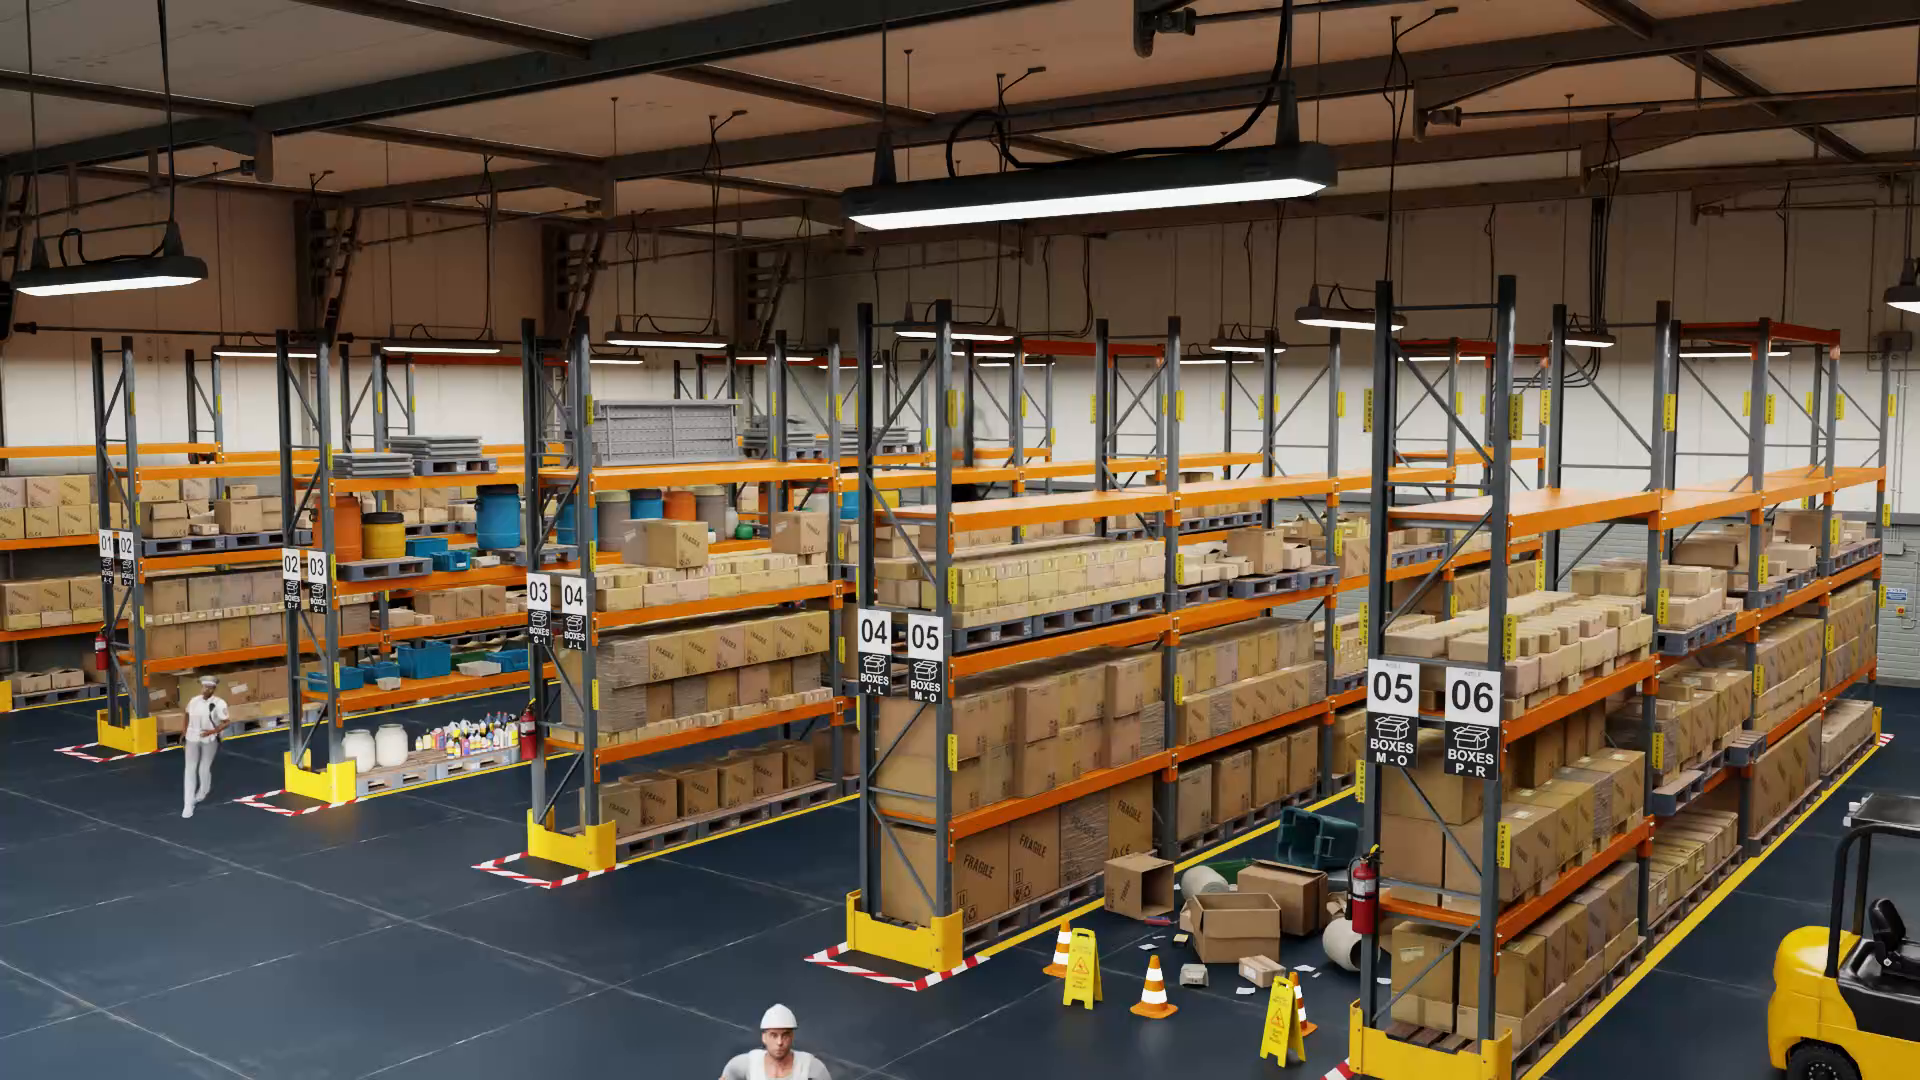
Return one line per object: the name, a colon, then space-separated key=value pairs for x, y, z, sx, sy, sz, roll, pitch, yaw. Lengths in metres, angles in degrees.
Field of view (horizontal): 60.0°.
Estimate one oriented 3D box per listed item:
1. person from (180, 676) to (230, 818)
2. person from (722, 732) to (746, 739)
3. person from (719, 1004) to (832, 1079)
person: x=-9.404 y=2.525 z=20.689 sx=0.609 sy=1.689 sz=0.861 roll=-1 pitch=5 yaw=-11
person: x=-3.252 y=1.988 z=23.688 sx=0.613 sy=1.655 sz=0.526 roll=3 pitch=6 yaw=29
person: x=-1.005 y=3.459 z=9.233 sx=0.654 sy=1.796 sz=0.971 roll=-1 pitch=5 yaw=-9
